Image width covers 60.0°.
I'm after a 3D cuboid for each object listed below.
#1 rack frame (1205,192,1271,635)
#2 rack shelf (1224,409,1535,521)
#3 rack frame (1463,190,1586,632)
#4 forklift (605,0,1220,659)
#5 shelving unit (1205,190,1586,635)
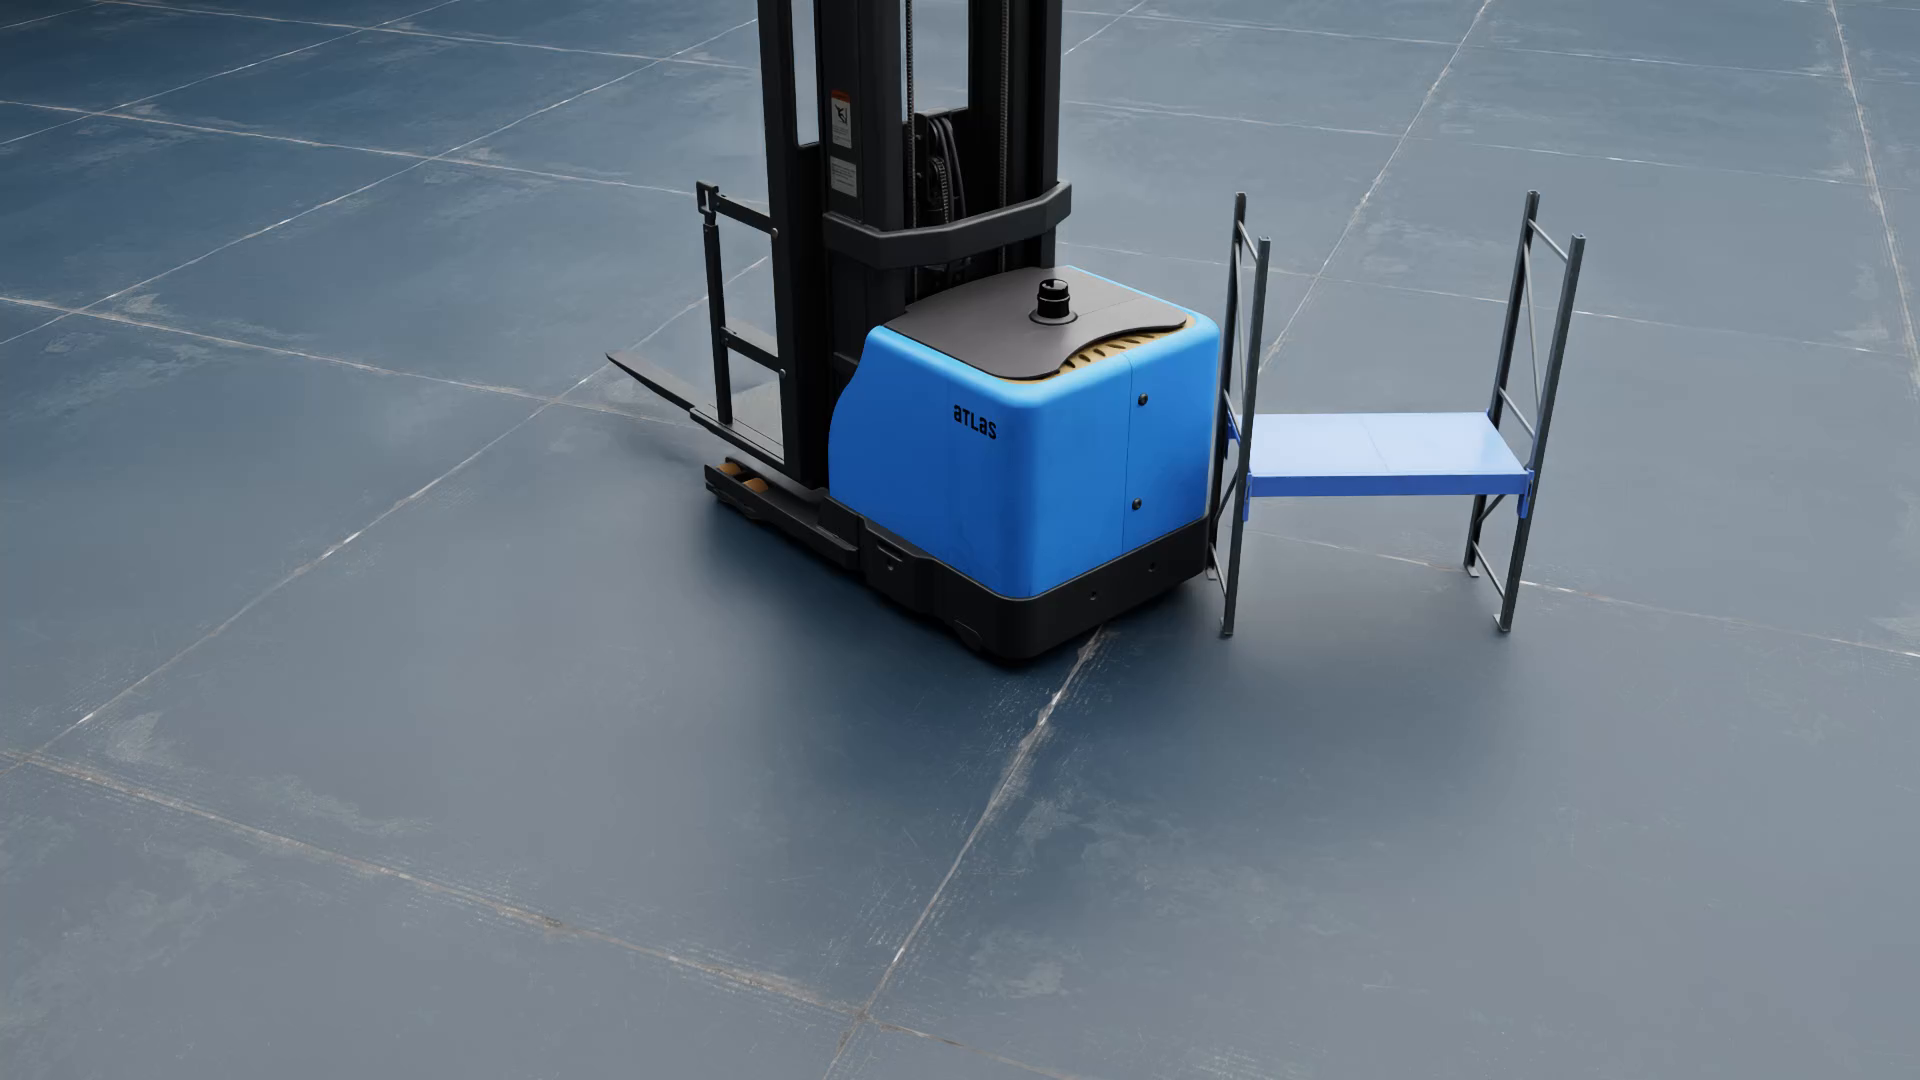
[{"bbox_3d":[0.975,-0.429,5.910,0.032,1.500,0.500,-1,29,-1],"label":"rack frame"},{"bbox_3d":[1.484,-0.278,6.008,1.000,0.185,0.538,-1,29,-1],"label":"rack shelf"},{"bbox_3d":[1.992,-0.439,5.928,0.032,1.500,0.500,-1,29,-1],"label":"rack frame"},{"bbox_3d":[-0.411,-1.507,6.362,1.130,2.935,3.031,-23,37,-35],"label":"forklift"},{"bbox_3d":[1.484,-0.434,5.919,1.048,1.500,0.538,-1,29,-1],"label":"shelving unit"}]
